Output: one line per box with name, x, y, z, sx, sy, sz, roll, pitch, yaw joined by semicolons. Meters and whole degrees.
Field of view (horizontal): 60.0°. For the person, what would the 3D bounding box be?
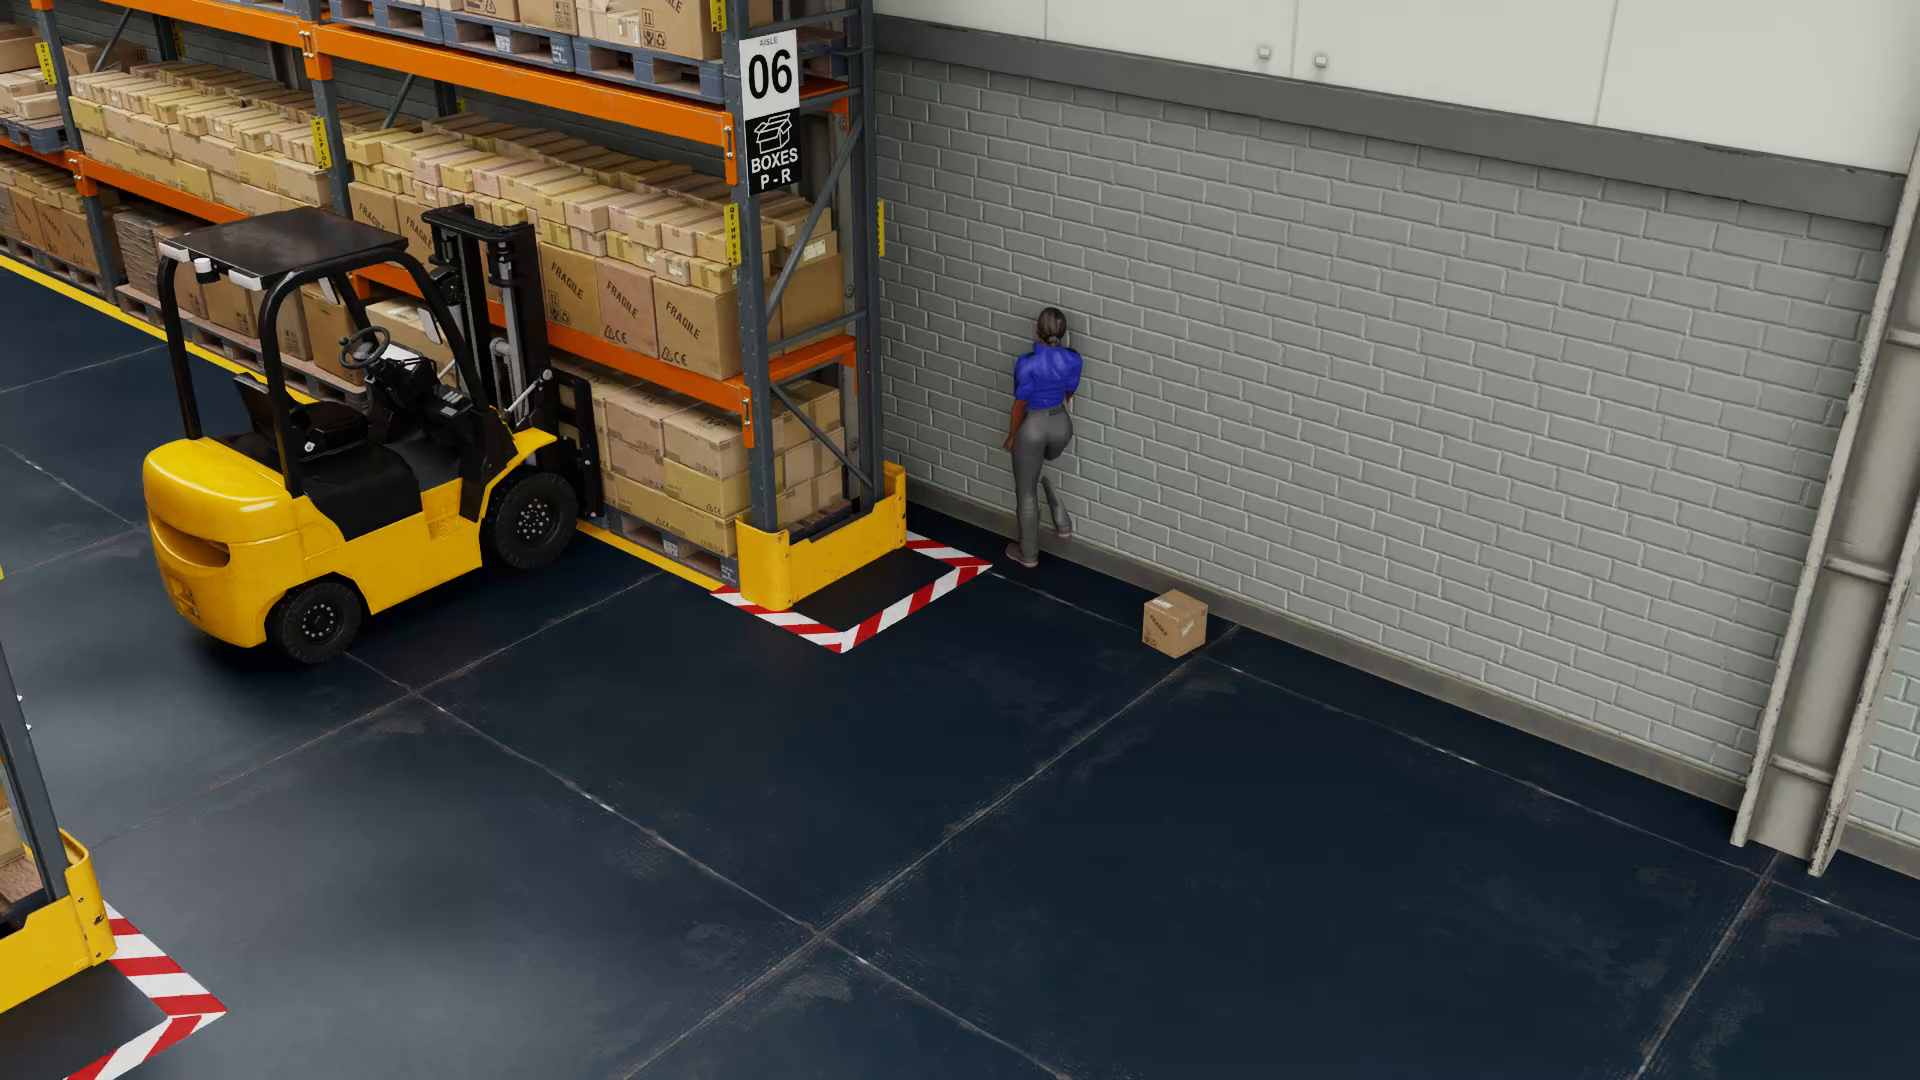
person;0.480;-0.636;9.859;0.447;1.642;0.508;-10;29;-19
